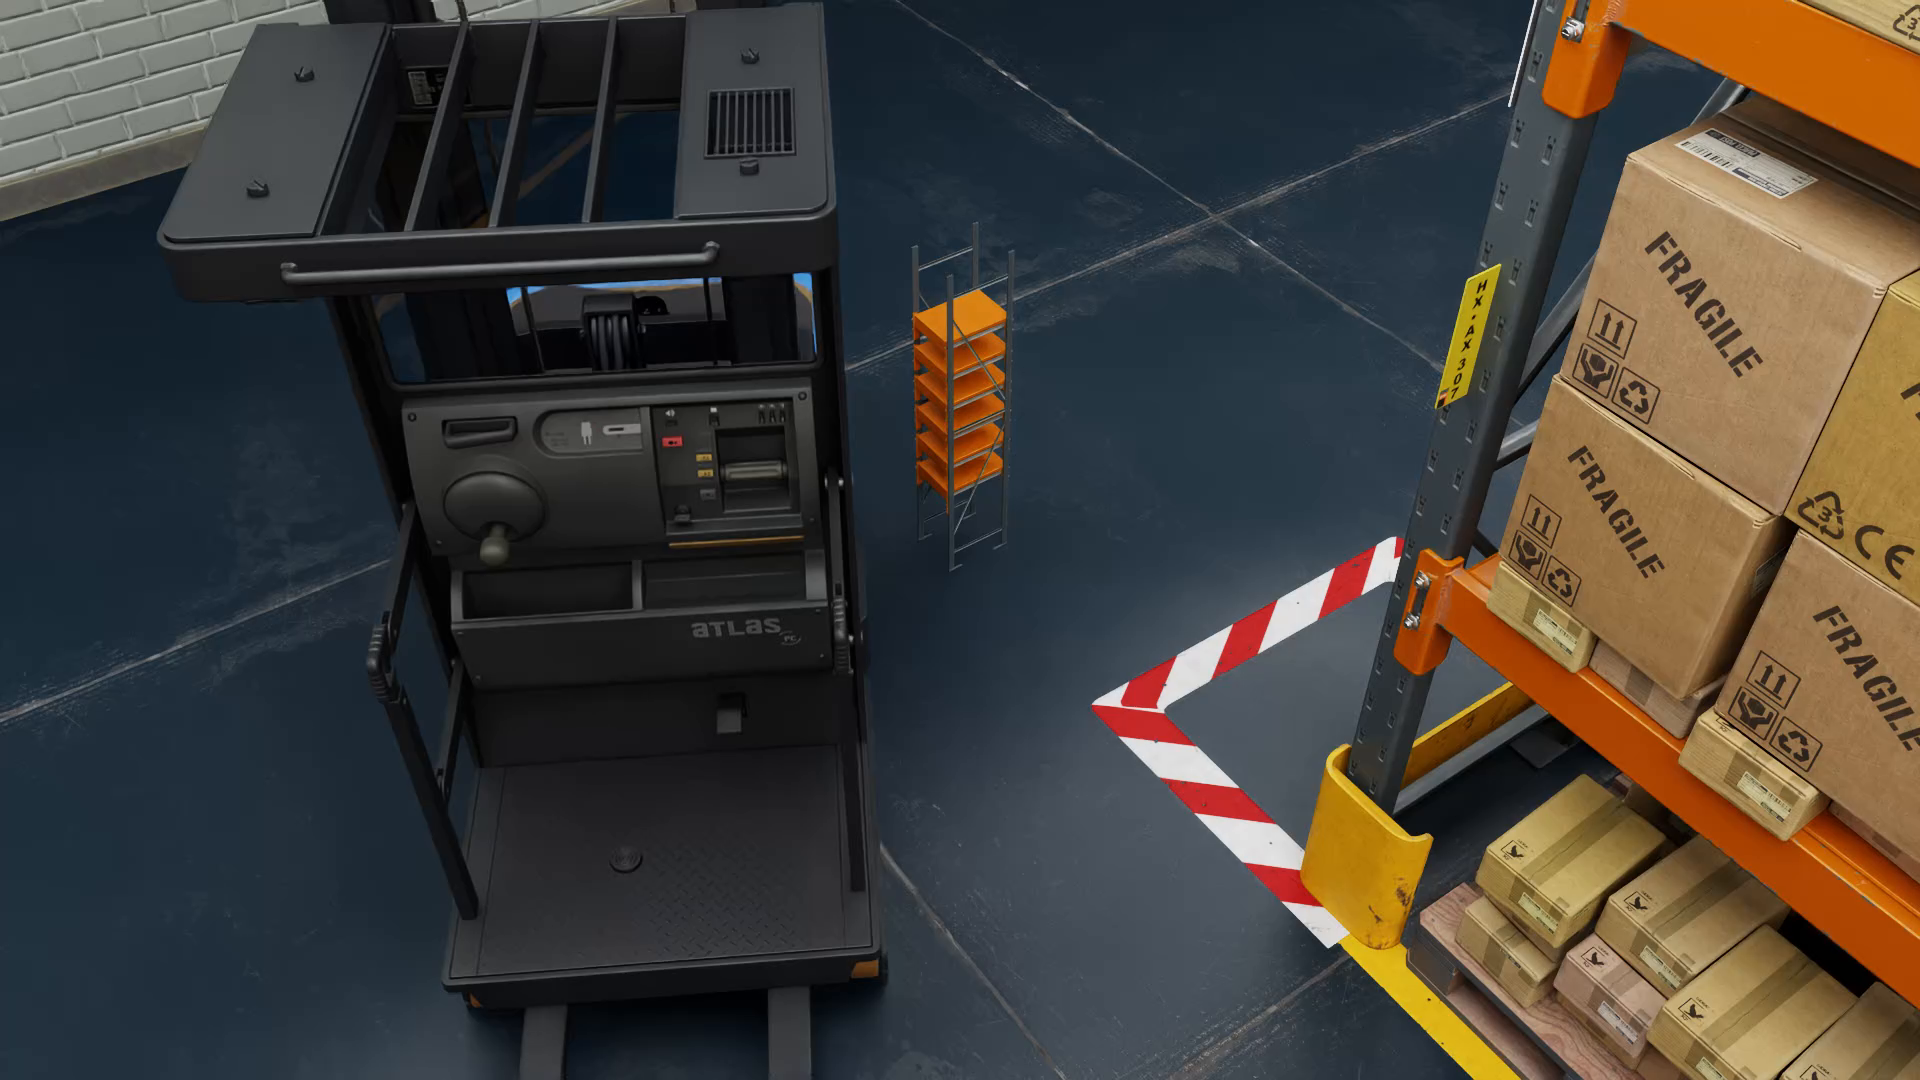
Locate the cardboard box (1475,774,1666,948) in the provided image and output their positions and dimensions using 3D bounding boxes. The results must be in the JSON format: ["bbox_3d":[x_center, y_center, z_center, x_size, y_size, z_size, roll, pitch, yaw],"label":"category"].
[{"bbox_3d":[1.499,0.784,4.086,0.380,0.149,0.250,-28,50,-26],"label":"cardboard box"}]

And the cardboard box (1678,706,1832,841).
[{"bbox_3d":[1.684,0.394,3.347,0.380,0.149,0.250,-27,50,-26],"label":"cardboard box"}]

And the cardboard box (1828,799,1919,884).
[{"bbox_3d":[1.945,0.487,3.250,0.380,0.149,0.250,-23,48,-23],"label":"cardboard box"}]

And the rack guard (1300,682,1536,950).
[{"bbox_3d":[1.521,0.636,4.722,1.175,0.500,0.348,-26,49,-24],"label":"rack guard"}]

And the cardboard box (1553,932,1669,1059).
[{"bbox_3d":[1.677,1.036,4.038,0.380,0.149,0.250,-26,49,-25],"label":"cardboard box"}]

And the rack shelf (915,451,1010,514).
[{"bbox_3d":[0.008,-0.220,5.524,0.258,0.103,0.180,-26,49,-24],"label":"rack shelf"}]

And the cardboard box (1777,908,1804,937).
[{"bbox_3d":[2.119,0.816,4.268,0.380,0.149,0.250,-27,50,-25],"label":"cardboard box"}]

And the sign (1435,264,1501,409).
[{"bbox_3d":[1.033,-0.410,3.380,0.100,0.325,0.005,-26,49,-24],"label":"sign"}]

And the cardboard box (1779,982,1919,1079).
[{"bbox_3d":[2.004,1.193,3.657,0.380,0.149,0.250,-28,50,-26],"label":"cardboard box"}]

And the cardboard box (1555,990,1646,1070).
[{"bbox_3d":[1.732,1.107,4.178,0.380,0.149,0.250,-26,49,-25],"label":"cardboard box"}]

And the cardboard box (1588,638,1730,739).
[{"bbox_3d":[1.574,0.220,3.529,0.380,0.149,0.250,-24,49,-23],"label":"cardboard box"}]

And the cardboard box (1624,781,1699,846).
[{"bbox_3d":[2.014,0.647,4.445,0.380,0.149,0.250,-27,50,-25],"label":"cardboard box"}]

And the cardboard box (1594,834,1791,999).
[{"bbox_3d":[1.755,0.892,3.973,0.380,0.149,0.250,-25,49,-24],"label":"cardboard box"}]

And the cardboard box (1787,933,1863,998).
[{"bbox_3d":[2.261,1.073,4.214,0.380,0.149,0.250,-26,49,-25],"label":"cardboard box"}]

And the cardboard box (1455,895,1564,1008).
[{"bbox_3d":[1.515,0.991,4.300,0.380,0.149,0.250,-25,49,-24],"label":"cardboard box"}]

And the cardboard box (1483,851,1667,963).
[{"bbox_3d":[1.567,0.859,4.223,0.380,0.149,0.250,-24,49,-23],"label":"cardboard box"}]

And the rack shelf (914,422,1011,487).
[{"bbox_3d":[0.008,-0.307,5.441,0.258,0.103,0.180,-26,49,-24],"label":"rack shelf"}]

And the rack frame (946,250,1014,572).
[{"bbox_3d":[0.061,-0.374,5.273,0.240,1.200,0.006,-26,49,-24],"label":"rack frame"}]

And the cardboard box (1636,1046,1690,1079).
[{"bbox_3d":[1.880,1.245,4.034,0.380,0.149,0.250,-25,49,-24],"label":"cardboard box"}]

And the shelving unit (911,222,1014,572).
[{"bbox_3d":[0.008,-0.426,5.327,0.258,1.200,0.189,-26,49,-24],"label":"shelving unit"}]

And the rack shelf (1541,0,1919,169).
[{"bbox_3d":[2.622,-0.003,1.930,1.077,0.370,4.000,-26,49,-24],"label":"rack shelf"}]

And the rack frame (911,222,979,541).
[{"bbox_3d":[-0.044,-0.478,5.381,0.240,1.200,0.006,-26,49,-24],"label":"rack frame"}]

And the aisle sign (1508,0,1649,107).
[{"bbox_3d":[1.190,-1.174,2.925,0.394,0.787,0.004,-26,49,-24],"label":"aisle sign"}]

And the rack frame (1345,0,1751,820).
[{"bbox_3d":[1.478,-0.311,3.904,1.000,3.000,0.127,-26,49,-24],"label":"rack frame"}]

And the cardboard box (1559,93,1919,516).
[{"bbox_3d":[1.517,-0.458,3.045,0.500,0.500,0.500,-26,49,-25],"label":"cardboard box"}]

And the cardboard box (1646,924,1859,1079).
[{"bbox_3d":[1.794,1.086,3.770,0.380,0.149,0.250,-26,49,-25],"label":"cardboard box"}]

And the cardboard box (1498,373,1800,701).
[{"bbox_3d":[1.508,-0.092,3.386,0.500,0.500,0.500,-23,48,-23],"label":"cardboard box"}]

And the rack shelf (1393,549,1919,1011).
[{"bbox_3d":[2.622,1.082,2.966,1.077,0.370,4.000,-26,49,-24],"label":"rack shelf"}]

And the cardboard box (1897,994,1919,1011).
[{"bbox_3d":[2.382,1.133,3.936,0.380,0.149,0.250,-26,50,-25],"label":"cardboard box"}]

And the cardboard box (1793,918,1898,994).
[{"bbox_3d":[2.313,0.940,4.138,0.380,0.149,0.250,-28,50,-26],"label":"cardboard box"}]

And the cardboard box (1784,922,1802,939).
[{"bbox_3d":[2.180,0.889,4.407,0.380,0.149,0.250,-24,49,-23],"label":"cardboard box"}]

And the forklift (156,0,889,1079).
[{"bbox_3d":[-0.779,-0.066,3.697,1.130,2.935,3.031,-3,44,-4],"label":"forklift"}]

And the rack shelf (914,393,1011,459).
[{"bbox_3d":[0.008,-0.394,5.358,0.258,0.103,0.180,-26,49,-24],"label":"rack shelf"}]

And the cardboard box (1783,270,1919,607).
[{"bbox_3d":[1.811,-0.174,2.748,0.500,0.500,0.500,-24,49,-23],"label":"cardboard box"}]

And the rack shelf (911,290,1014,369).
[{"bbox_3d":[0.008,-0.654,5.109,0.258,0.103,0.180,-26,49,-24],"label":"rack shelf"}]

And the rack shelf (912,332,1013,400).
[{"bbox_3d":[0.008,-0.567,5.192,0.258,0.103,0.180,-26,49,-24],"label":"rack shelf"}]

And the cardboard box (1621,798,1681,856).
[{"bbox_3d":[1.950,0.784,4.517,0.380,0.149,0.250,-25,49,-24],"label":"cardboard box"}]

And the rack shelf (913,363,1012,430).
[{"bbox_3d":[0.008,-0.480,5.275,0.258,0.103,0.180,-26,49,-24],"label":"rack shelf"}]

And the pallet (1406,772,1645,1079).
[{"bbox_3d":[1.957,1.215,4.325,1.003,0.211,1.213,-26,49,-24],"label":"pallet"}]

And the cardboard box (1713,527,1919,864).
[{"bbox_3d":[1.835,0.201,3.079,0.500,0.500,0.500,-26,49,-24],"label":"cardboard box"}]

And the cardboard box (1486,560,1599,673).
[{"bbox_3d":[1.394,0.093,3.663,0.380,0.149,0.250,-26,49,-25],"label":"cardboard box"}]
